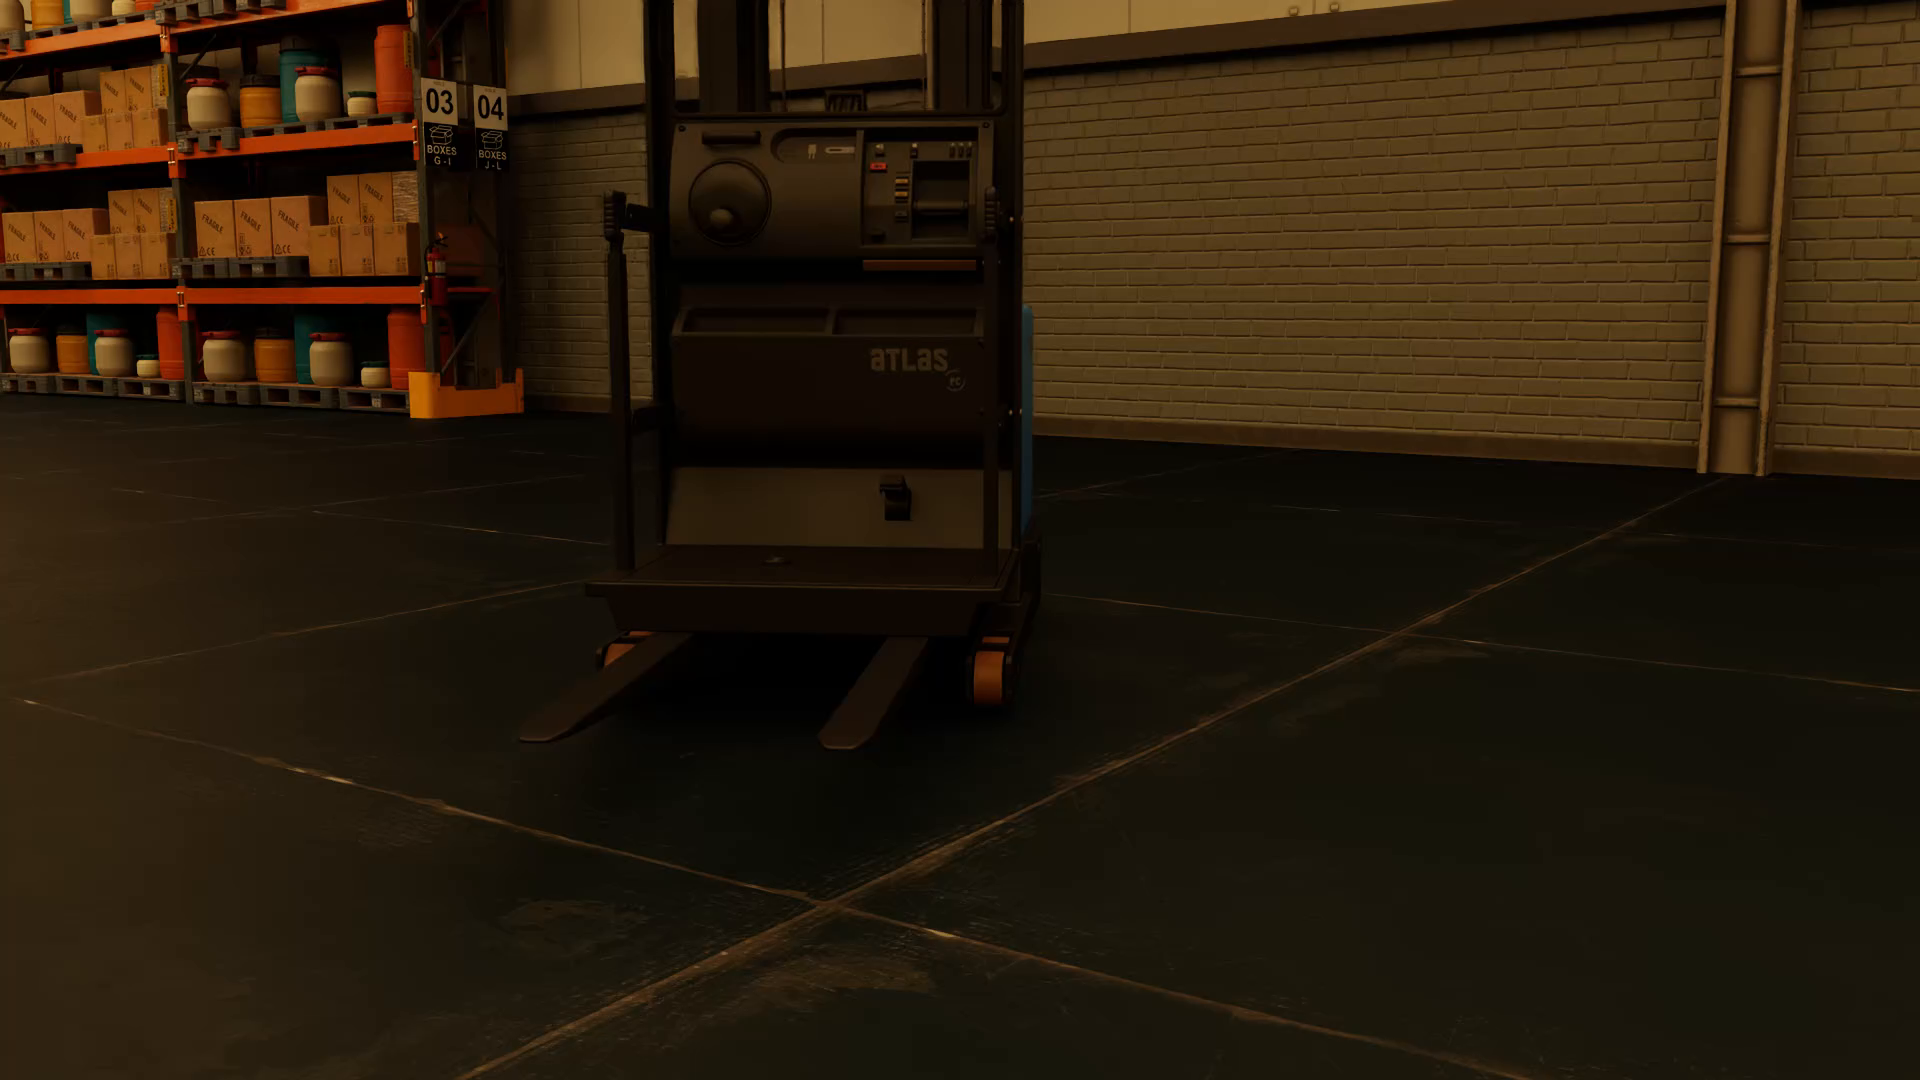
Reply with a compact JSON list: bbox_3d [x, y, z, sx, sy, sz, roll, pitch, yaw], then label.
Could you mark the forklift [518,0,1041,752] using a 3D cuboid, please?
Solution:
[{"bbox_3d":[-0.386,-1.046,4.548,1.130,2.935,3.031,1,8,6],"label":"forklift"}]
